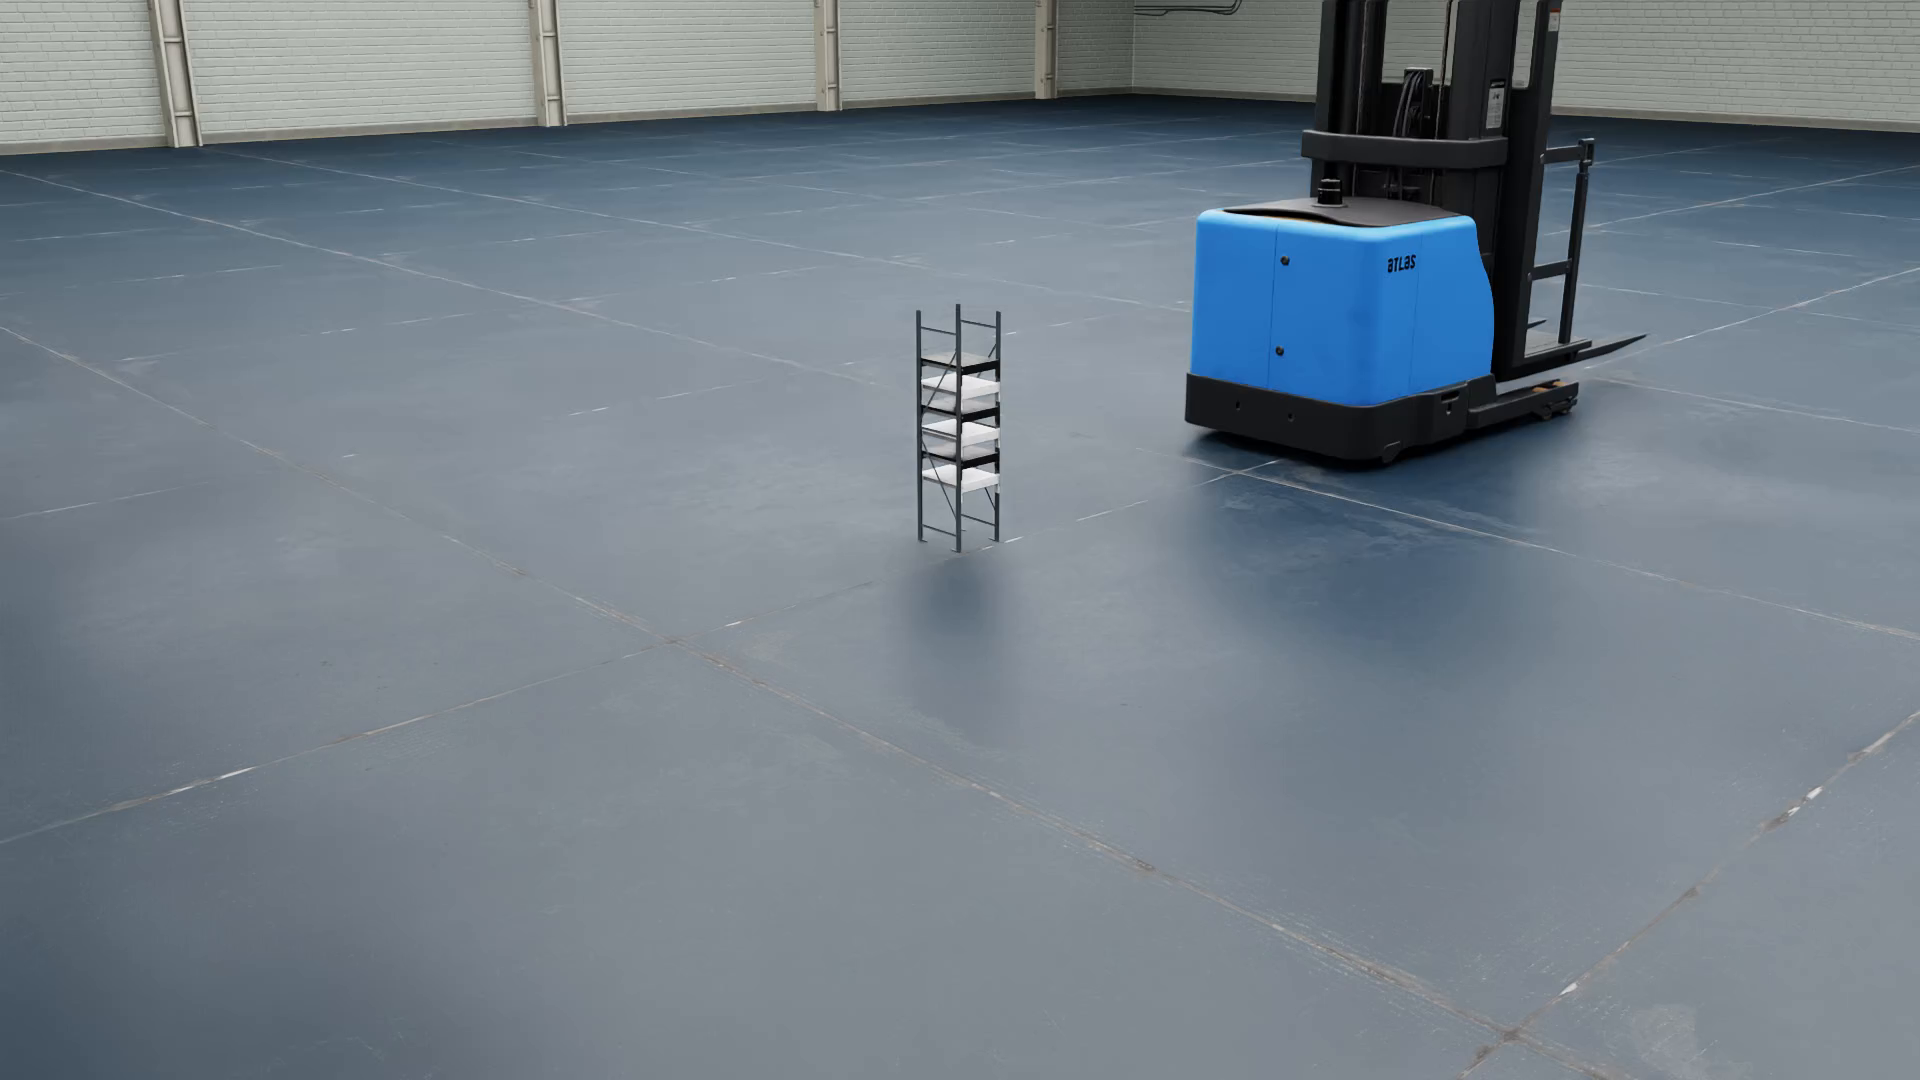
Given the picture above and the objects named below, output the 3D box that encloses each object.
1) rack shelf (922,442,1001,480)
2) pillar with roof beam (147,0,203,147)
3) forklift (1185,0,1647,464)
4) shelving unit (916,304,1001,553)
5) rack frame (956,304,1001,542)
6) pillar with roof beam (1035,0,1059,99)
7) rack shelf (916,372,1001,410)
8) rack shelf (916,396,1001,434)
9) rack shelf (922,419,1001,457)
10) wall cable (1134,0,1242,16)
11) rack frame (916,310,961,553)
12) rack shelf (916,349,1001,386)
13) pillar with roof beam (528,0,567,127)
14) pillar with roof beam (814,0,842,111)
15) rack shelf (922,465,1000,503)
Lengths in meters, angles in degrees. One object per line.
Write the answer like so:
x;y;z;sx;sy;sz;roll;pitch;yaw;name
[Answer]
-0.006;-0.309;6.379;0.200;0.077;0.258;-16;24;-41;rack shelf
-8.272;-9.028;19.739;0.400;9.000;9.100;-16;24;-41;pillar with roof beam
2.513;-2.099;8.207;3.031;2.935;1.130;-16;24;-40;forklift
-0.006;-0.426;6.341;0.210;0.900;0.258;-16;24;-41;shelving unit
0.068;-0.448;6.407;0.006;0.900;0.240;-16;24;-41;rack frame
4.807;-12.842;31.503;0.400;9.000;9.100;-16;24;-41;pillar with roof beam
-0.006;-0.566;6.295;0.200;0.077;0.258;-16;24;-41;rack shelf
-0.006;-0.480;6.323;0.200;0.077;0.258;-16;24;-41;rack shelf
-0.006;-0.395;6.351;0.200;0.077;0.258;-16;24;-41;rack shelf
4.898;-12.658;35.969;0.112;2.526;3.097;-16;24;-41;wall cable
-0.080;-0.405;6.274;0.006;0.900;0.240;-16;24;-41;rack frame
-0.006;-0.651;6.268;0.200;0.077;0.258;-16;24;-41;rack shelf
-3.912;-10.300;23.661;0.400;9.000;9.100;-16;24;-41;pillar with roof beam
0.447;-11.571;27.582;0.400;9.000;9.100;-16;24;-41;pillar with roof beam
-0.006;-0.223;6.406;0.200;0.077;0.258;-16;24;-41;rack shelf
